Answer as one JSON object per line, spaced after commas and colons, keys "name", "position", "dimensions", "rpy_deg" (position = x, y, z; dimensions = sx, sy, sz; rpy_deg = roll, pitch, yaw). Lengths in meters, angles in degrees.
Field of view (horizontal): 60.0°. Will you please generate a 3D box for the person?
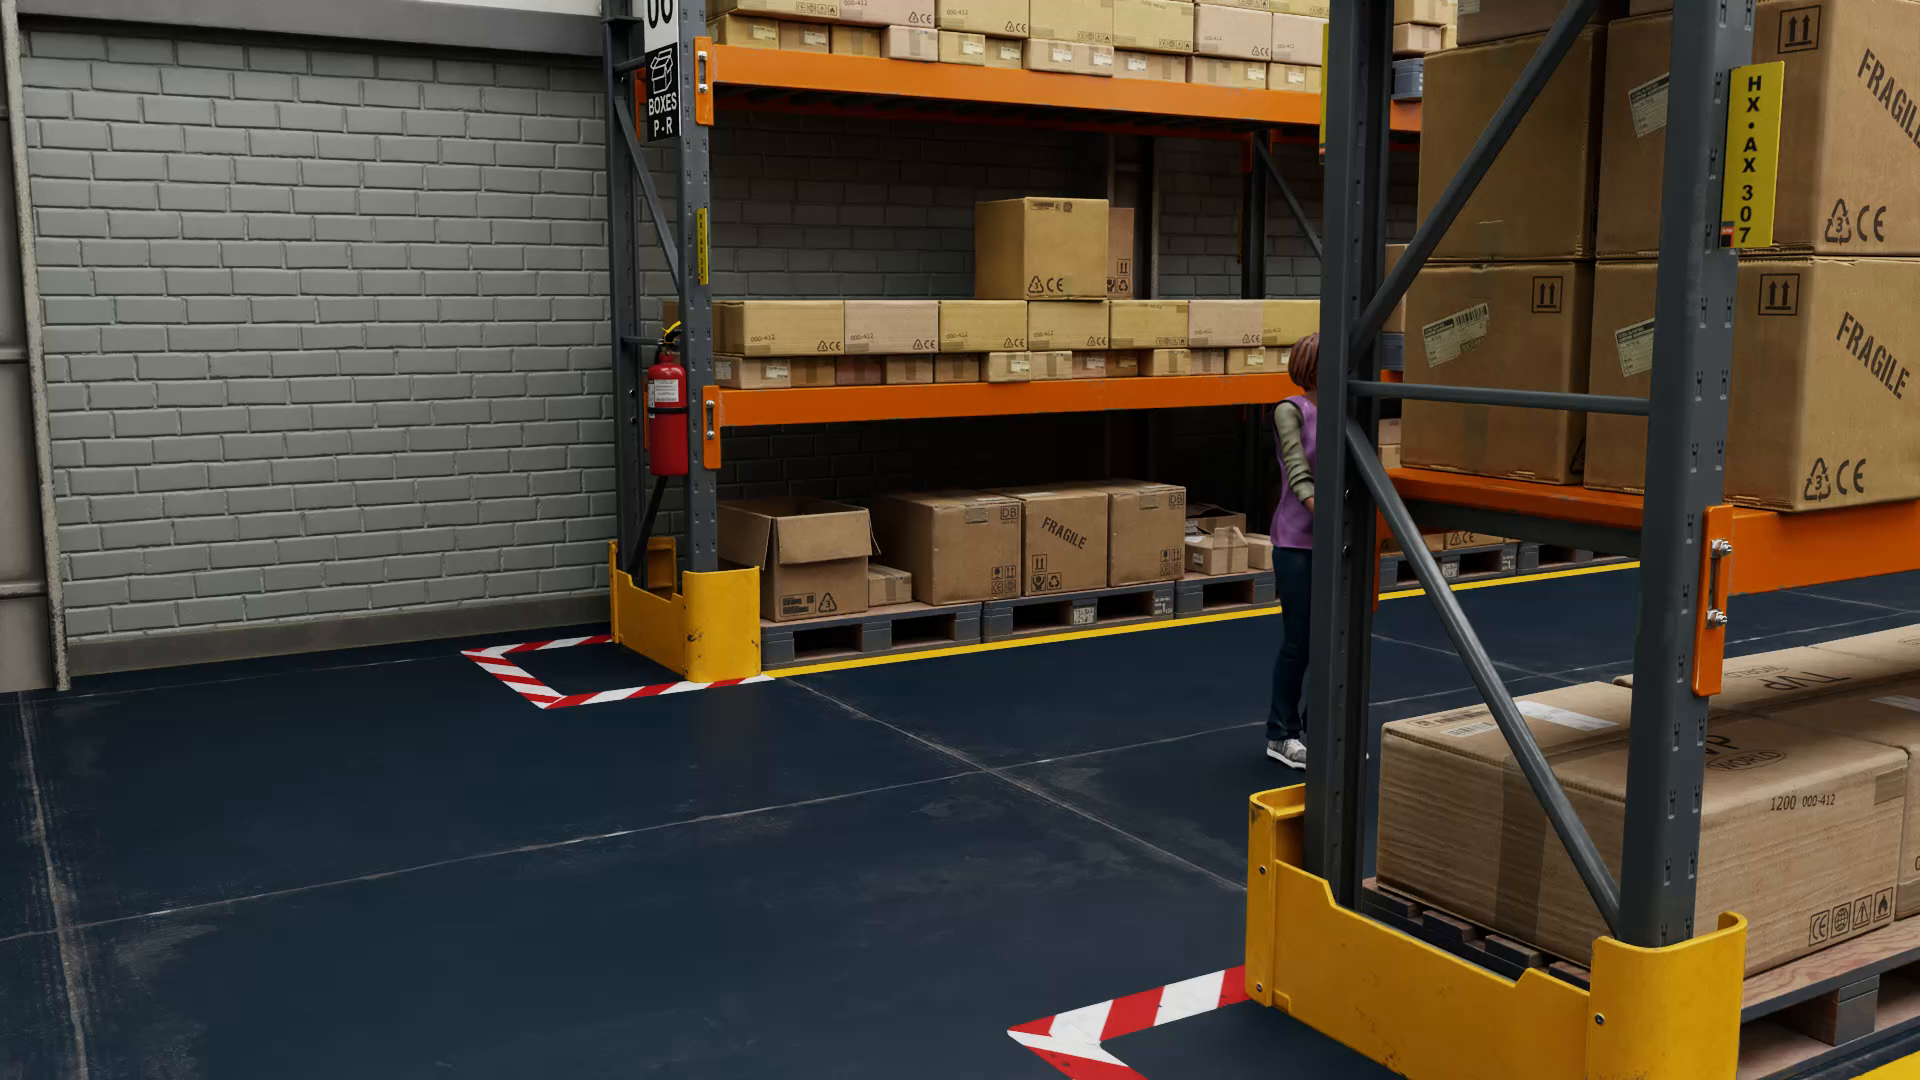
{"name": "person", "position": [1.369, 0.044, 6.079], "dimensions": [0.411, 1.590, 0.488], "rpy_deg": [-5, 10, -31]}
